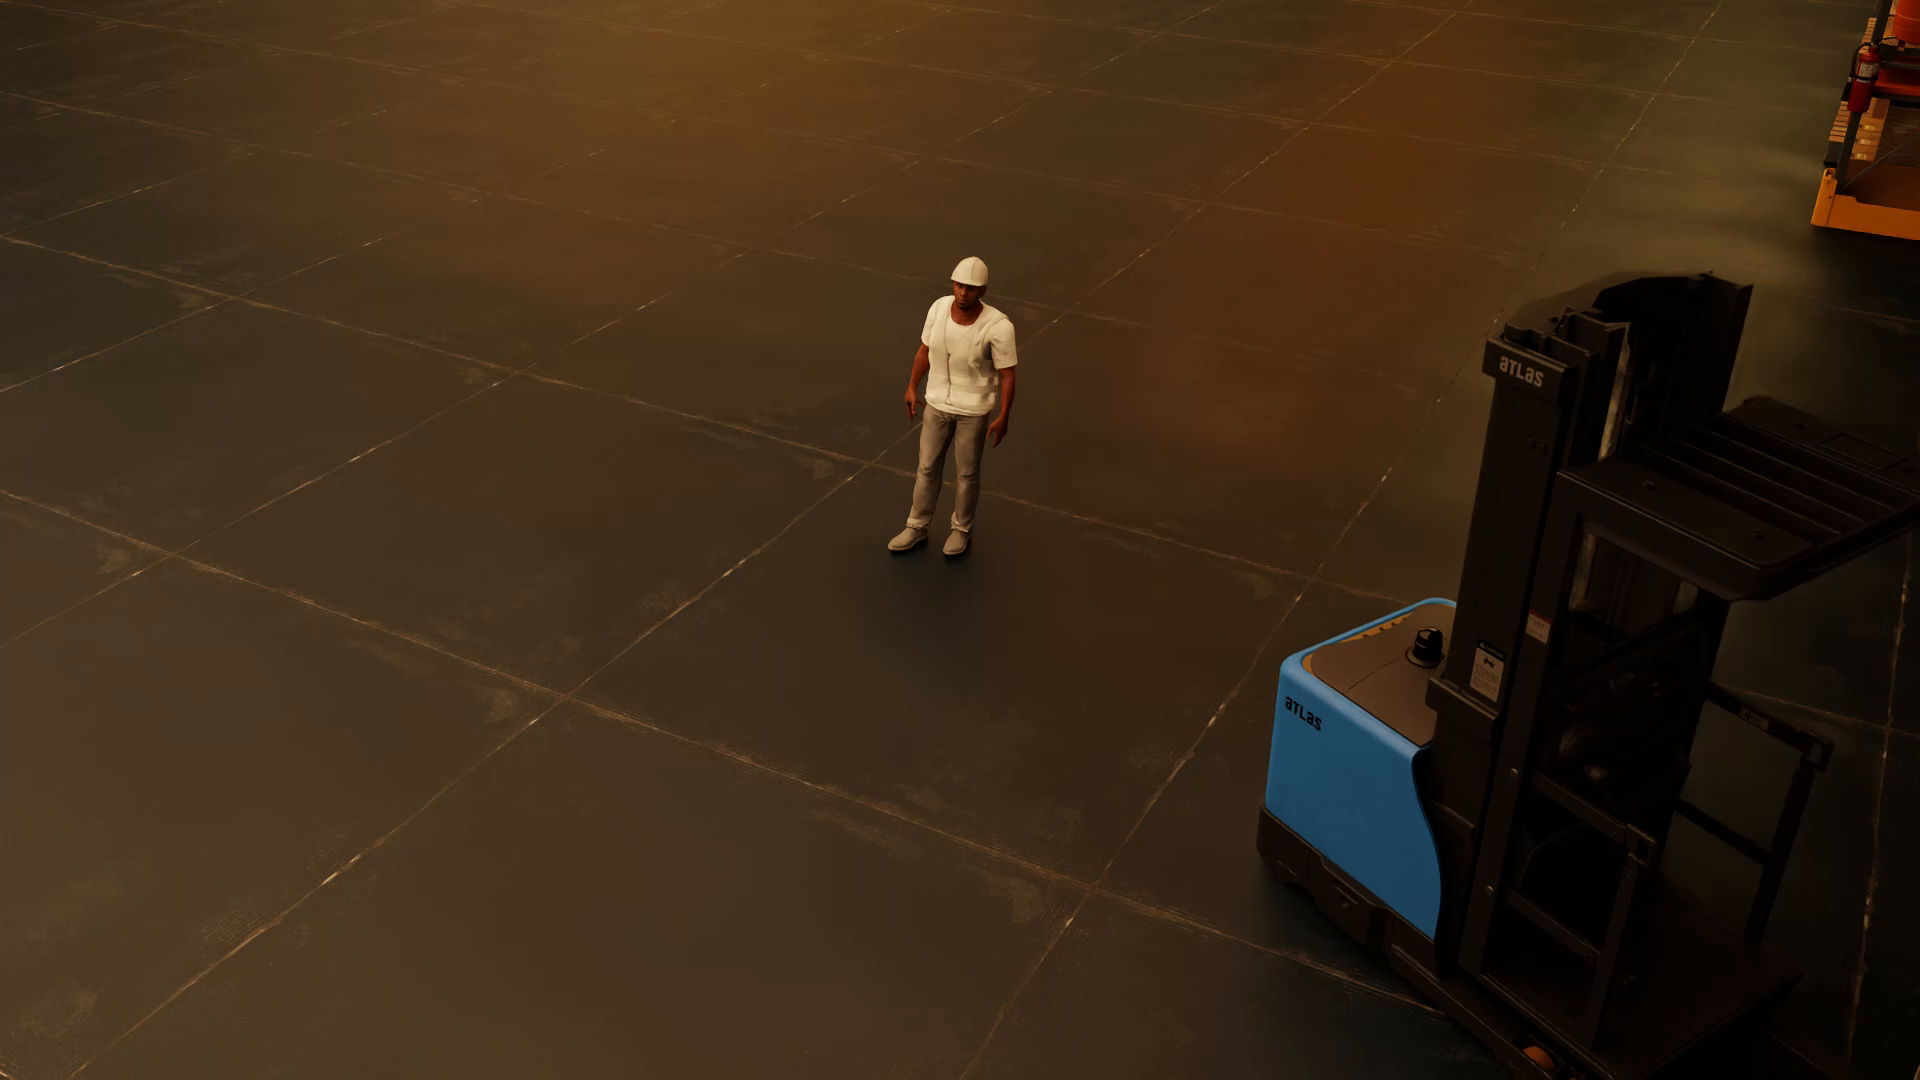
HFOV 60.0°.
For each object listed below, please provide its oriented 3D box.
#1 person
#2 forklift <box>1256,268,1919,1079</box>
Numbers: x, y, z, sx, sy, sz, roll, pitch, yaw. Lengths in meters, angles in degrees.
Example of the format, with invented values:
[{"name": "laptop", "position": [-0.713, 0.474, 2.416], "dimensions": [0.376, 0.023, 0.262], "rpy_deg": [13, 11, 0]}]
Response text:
[{"name": "person", "position": [-0.039, -0.739, 9.508], "dimensions": [0.665, 1.761, 0.575], "rpy_deg": [15, 33, 25]}, {"name": "forklift", "position": [2.561, 0.644, 5.955], "dimensions": [1.130, 2.935, 3.031], "rpy_deg": [-18, 35, -28]}]
